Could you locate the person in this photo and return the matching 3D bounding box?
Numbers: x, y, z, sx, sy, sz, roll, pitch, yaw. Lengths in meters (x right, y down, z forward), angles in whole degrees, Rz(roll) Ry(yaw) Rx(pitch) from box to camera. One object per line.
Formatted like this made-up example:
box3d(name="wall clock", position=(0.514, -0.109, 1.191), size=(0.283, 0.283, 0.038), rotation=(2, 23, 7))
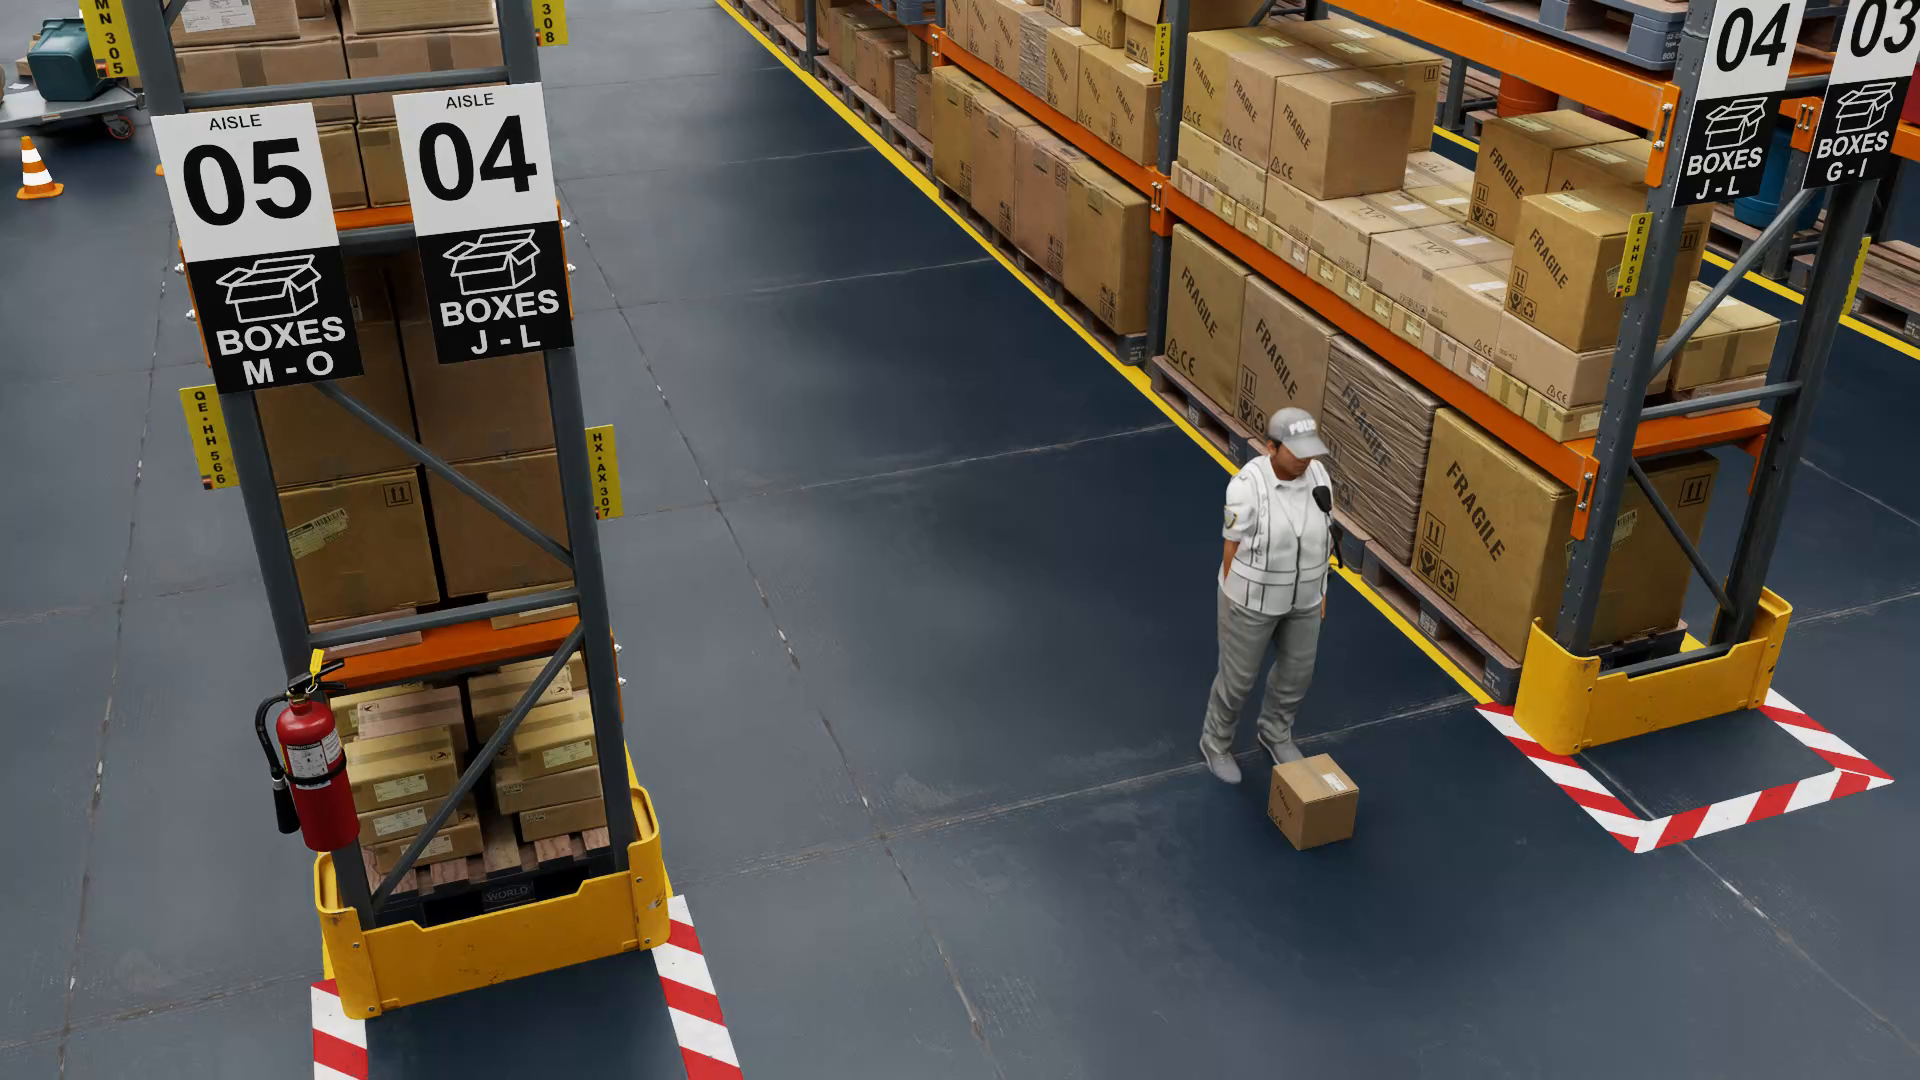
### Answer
box3d(name="person", position=(1.279, 0.241, 6.742), size=(0.468, 1.684, 0.390), rotation=(-10, 31, -16))
